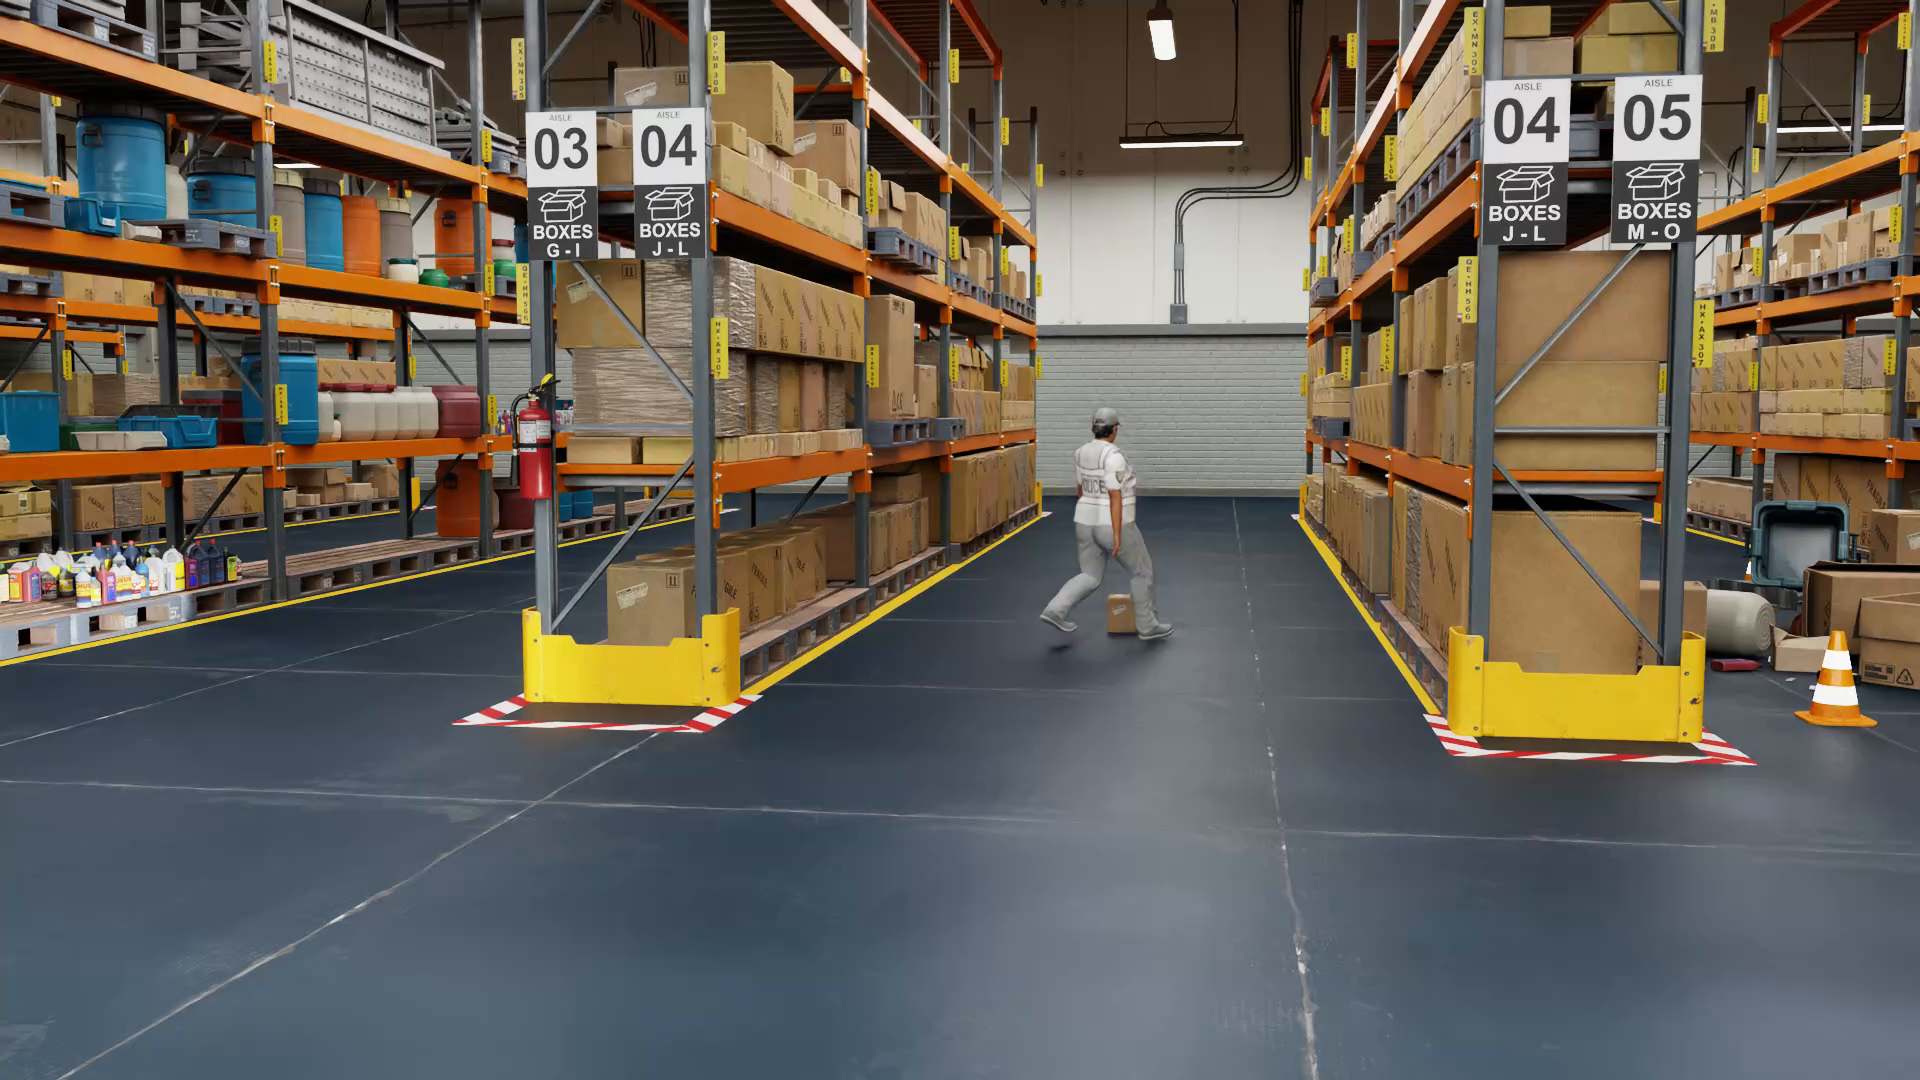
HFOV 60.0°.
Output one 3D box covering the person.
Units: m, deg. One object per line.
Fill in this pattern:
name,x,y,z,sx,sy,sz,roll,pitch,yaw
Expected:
person,1.036,-0.098,11.420,0.965,1.590,0.493,-3,6,-36
